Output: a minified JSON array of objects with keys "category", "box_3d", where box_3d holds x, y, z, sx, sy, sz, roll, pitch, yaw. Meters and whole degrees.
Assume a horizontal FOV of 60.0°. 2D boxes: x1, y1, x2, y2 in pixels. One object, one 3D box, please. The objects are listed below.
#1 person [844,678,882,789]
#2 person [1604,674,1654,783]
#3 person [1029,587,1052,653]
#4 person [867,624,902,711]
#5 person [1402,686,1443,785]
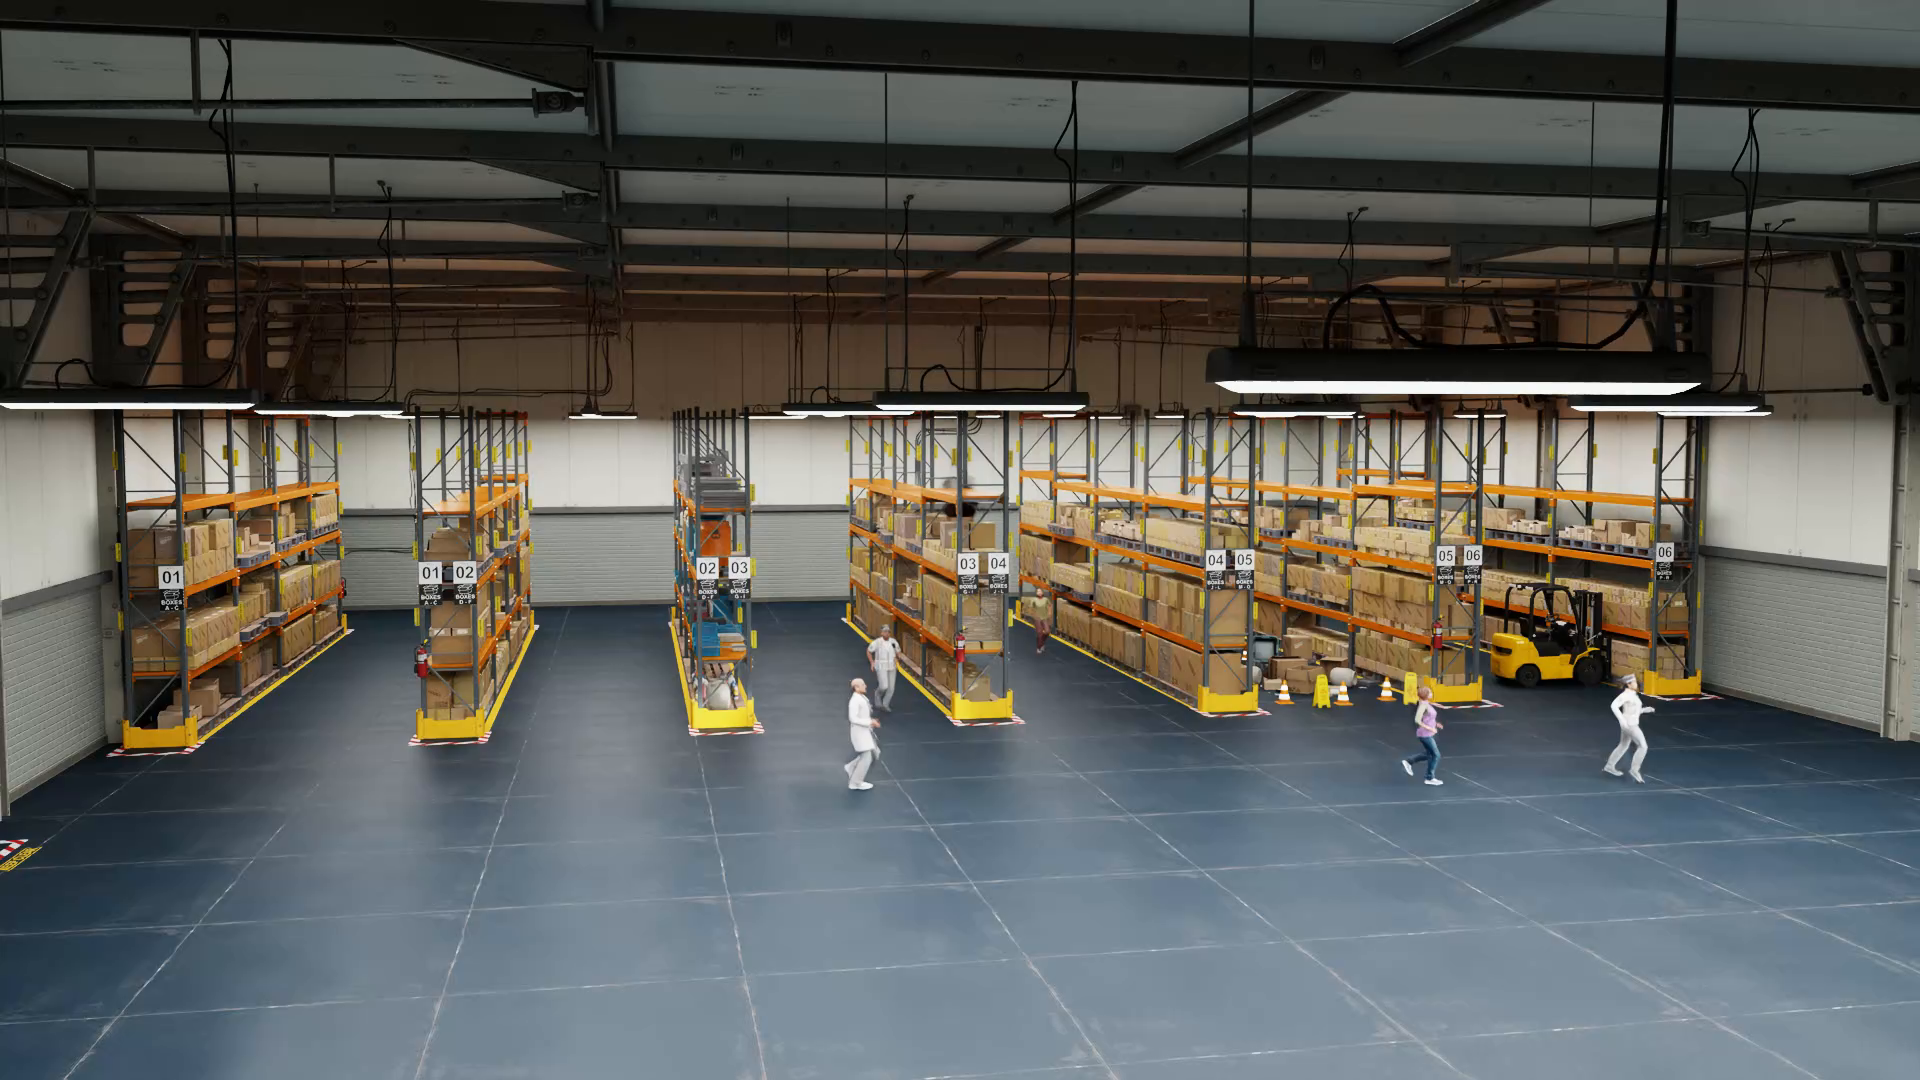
[{"category":"person","box_3d":[-1.501,3.010,25.871,0.651,1.729,0.703,1,4,9]},{"category":"person","box_3d":[10.683,2.995,26.529,0.719,1.749,0.576,2,4,24]},{"category":"person","box_3d":[2.009,1.984,41.100,0.591,1.626,0.574,-1,4,-7]},{"category":"person","box_3d":[-1.446,2.521,32.757,0.664,1.734,0.590,-2,4,-21]},{"category":"person","box_3d":[7.307,3.079,26.254,0.637,1.551,0.540,2,4,22]}]
